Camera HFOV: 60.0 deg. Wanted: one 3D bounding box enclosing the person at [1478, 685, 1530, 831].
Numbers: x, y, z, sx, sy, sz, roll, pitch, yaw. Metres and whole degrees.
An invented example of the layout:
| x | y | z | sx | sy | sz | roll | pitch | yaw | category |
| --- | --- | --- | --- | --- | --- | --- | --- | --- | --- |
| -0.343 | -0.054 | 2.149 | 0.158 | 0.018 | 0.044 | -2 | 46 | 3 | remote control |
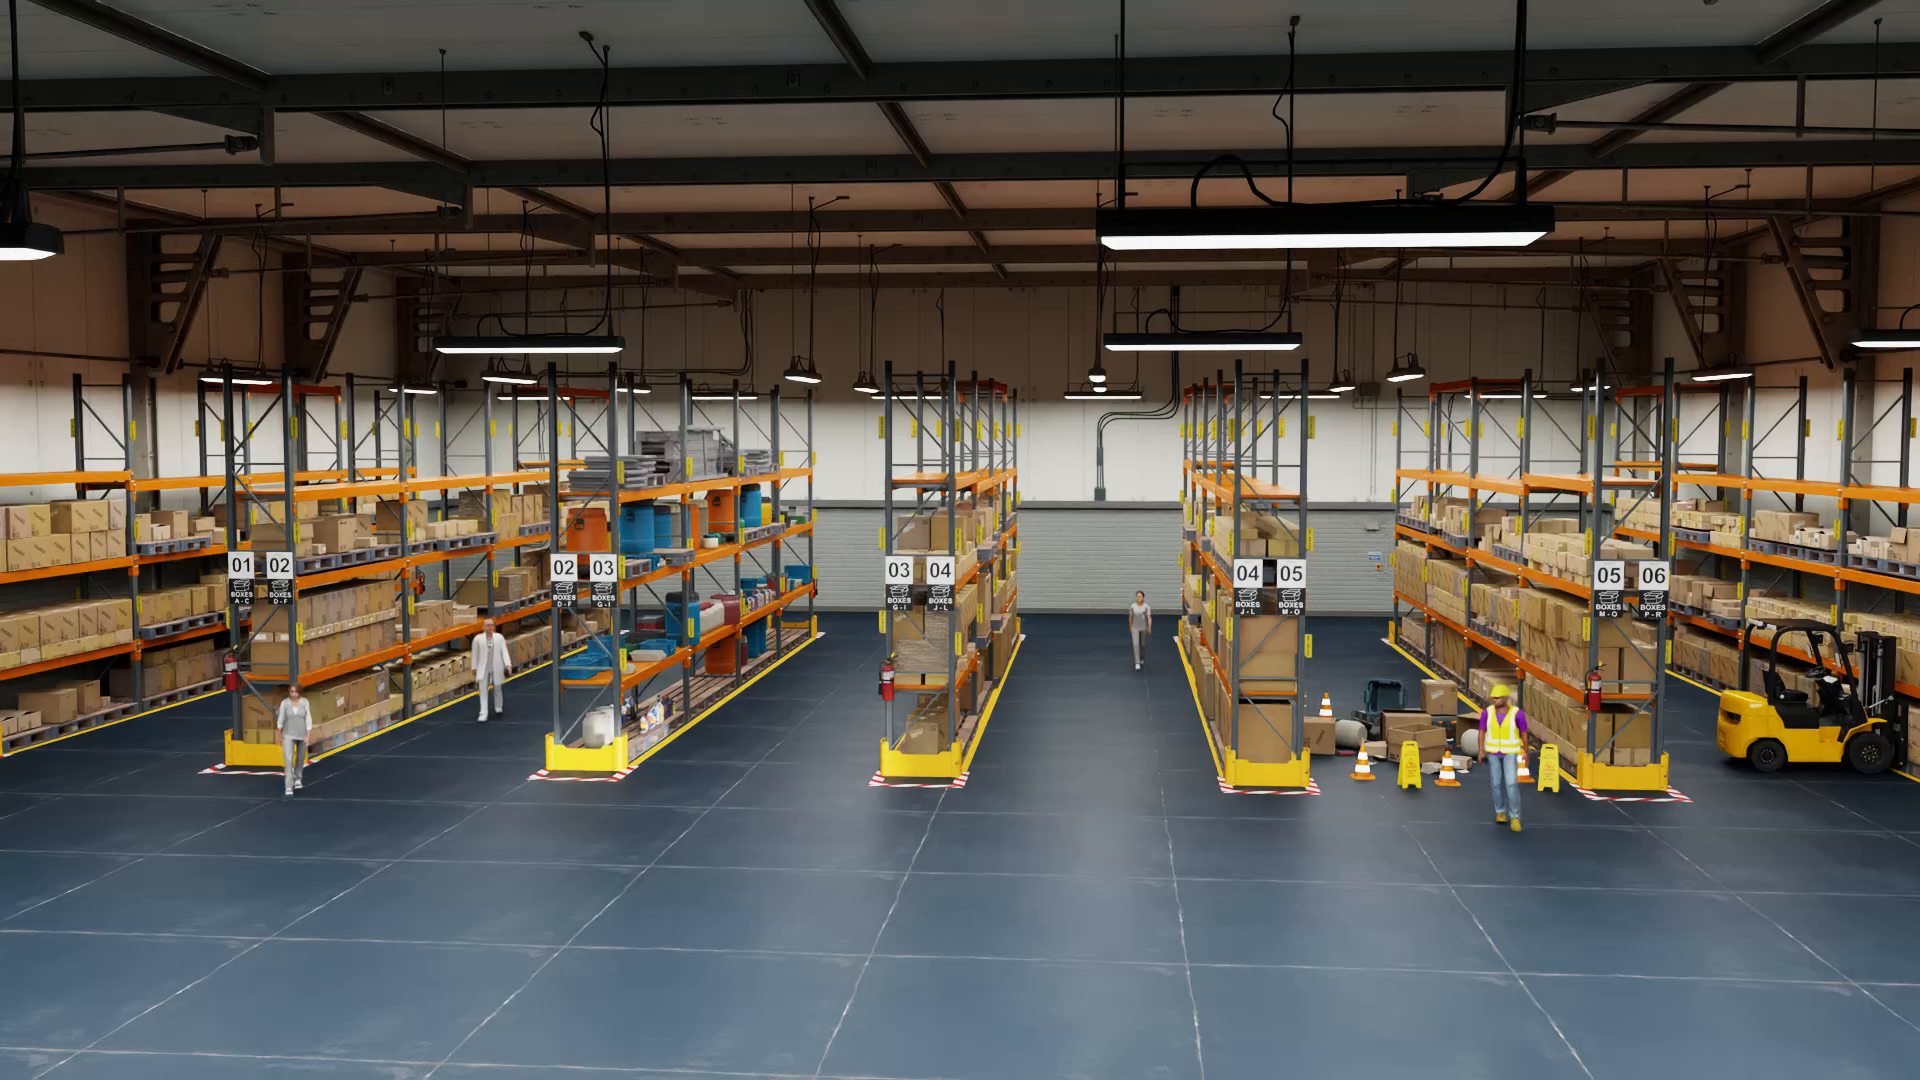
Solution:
| x | y | z | sx | sy | sz | roll | pitch | yaw | category |
| --- | --- | --- | --- | --- | --- | --- | --- | --- | --- |
| 6.876 | 2.731 | 21.110 | 0.654 | 1.762 | 0.668 | 2 | 4 | 33 | person |

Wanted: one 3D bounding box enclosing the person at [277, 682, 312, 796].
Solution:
| x | y | z | sx | sy | sz | roll | pitch | yaw | category |
| --- | --- | --- | --- | --- | --- | --- | --- | --- | --- |
| -9.111 | 2.709 | 22.795 | 0.436 | 1.536 | 1.003 | -2 | 4 | -30 | person |

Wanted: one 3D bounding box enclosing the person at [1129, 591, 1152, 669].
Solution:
| x | y | z | sx | sy | sz | roll | pitch | yaw | category |
| --- | --- | --- | --- | --- | --- | --- | --- | --- | --- |
| 3.794 | 1.878 | 34.985 | 0.464 | 1.610 | 1.058 | 0 | 4 | 2 | person |

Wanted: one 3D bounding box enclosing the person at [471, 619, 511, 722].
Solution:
| x | y | z | sx | sy | sz | roll | pitch | yaw | category |
| --- | --- | --- | --- | --- | --- | --- | --- | --- | --- |
| -8.119 | 2.272 | 28.779 | 0.697 | 1.635 | 1.159 | -1 | 4 | -10 | person |
